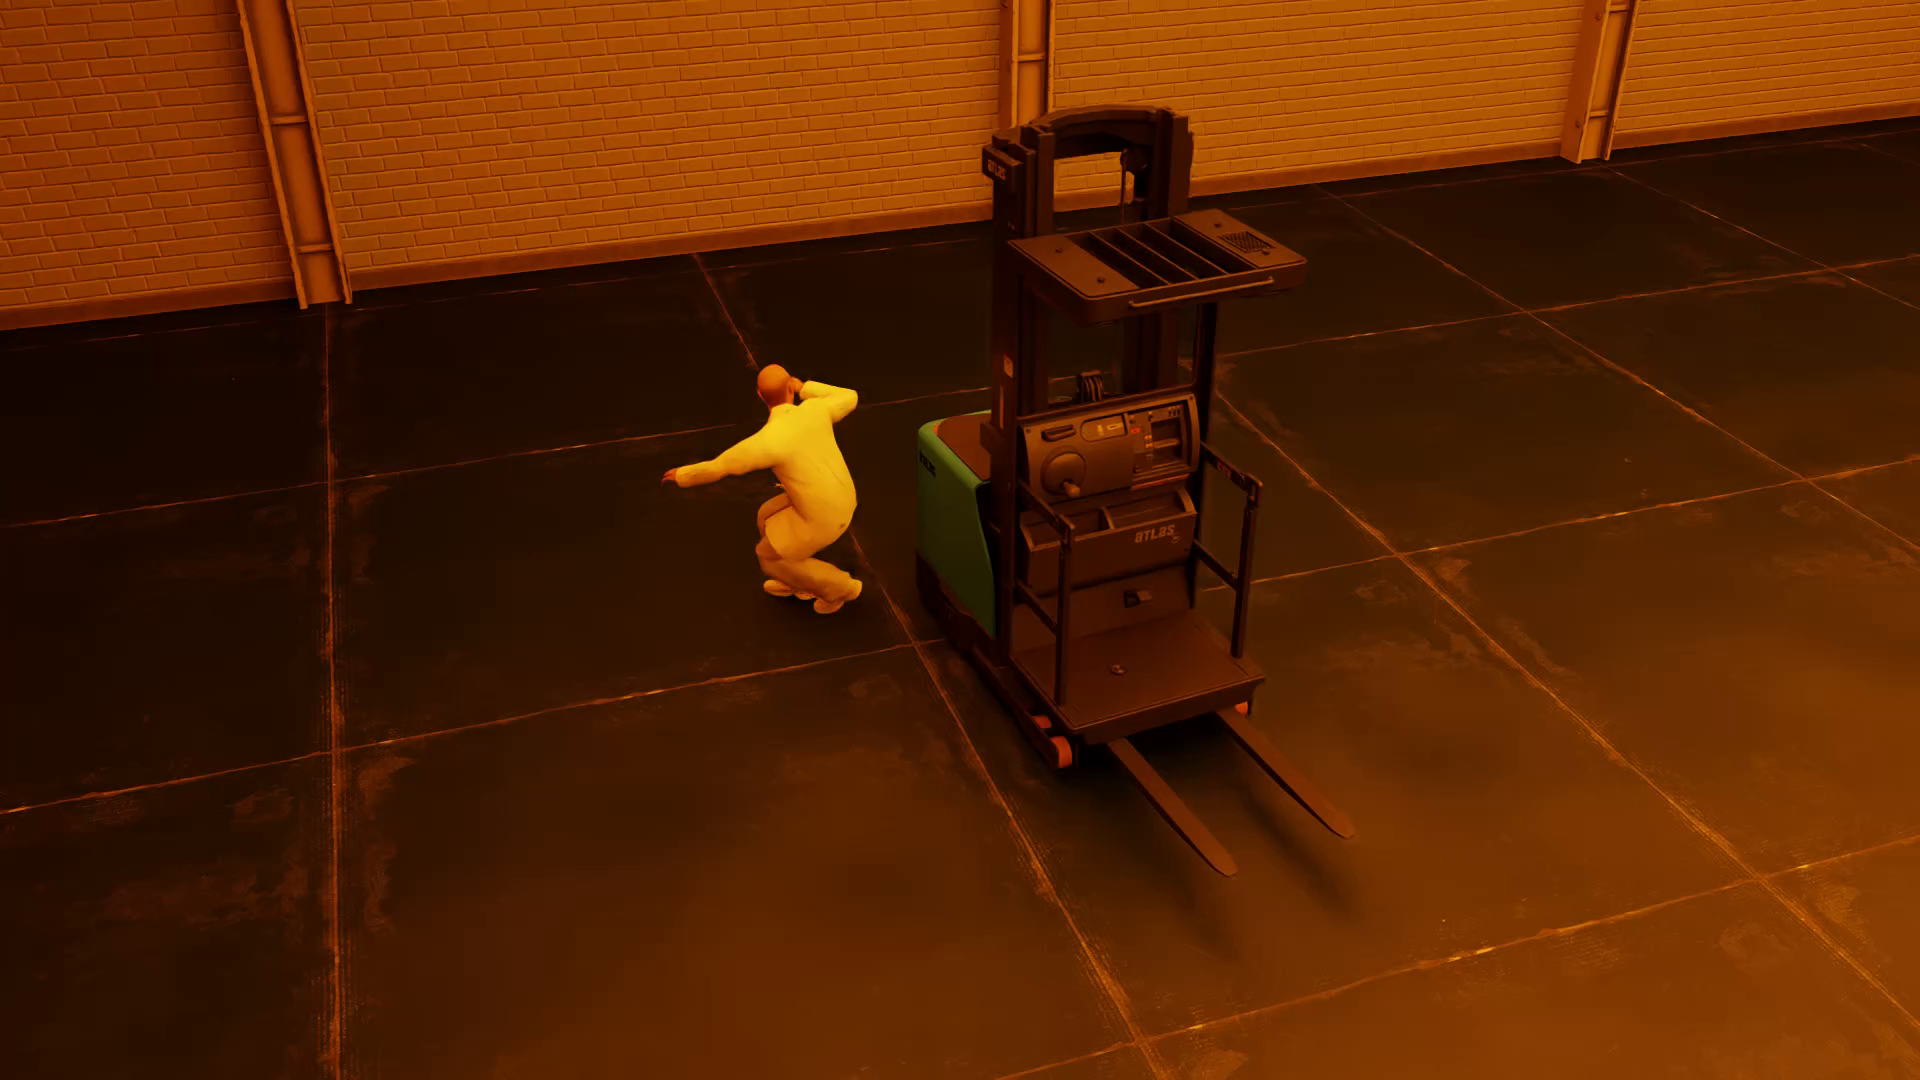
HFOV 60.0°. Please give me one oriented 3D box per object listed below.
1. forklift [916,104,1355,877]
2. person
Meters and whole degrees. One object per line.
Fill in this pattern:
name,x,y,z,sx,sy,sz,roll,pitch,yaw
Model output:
forklift,0.819,-0.400,7.782,1.130,2.935,3.031,-13,32,-21
person,-1.024,-0.274,9.070,1.074,1.452,0.829,10,31,16
